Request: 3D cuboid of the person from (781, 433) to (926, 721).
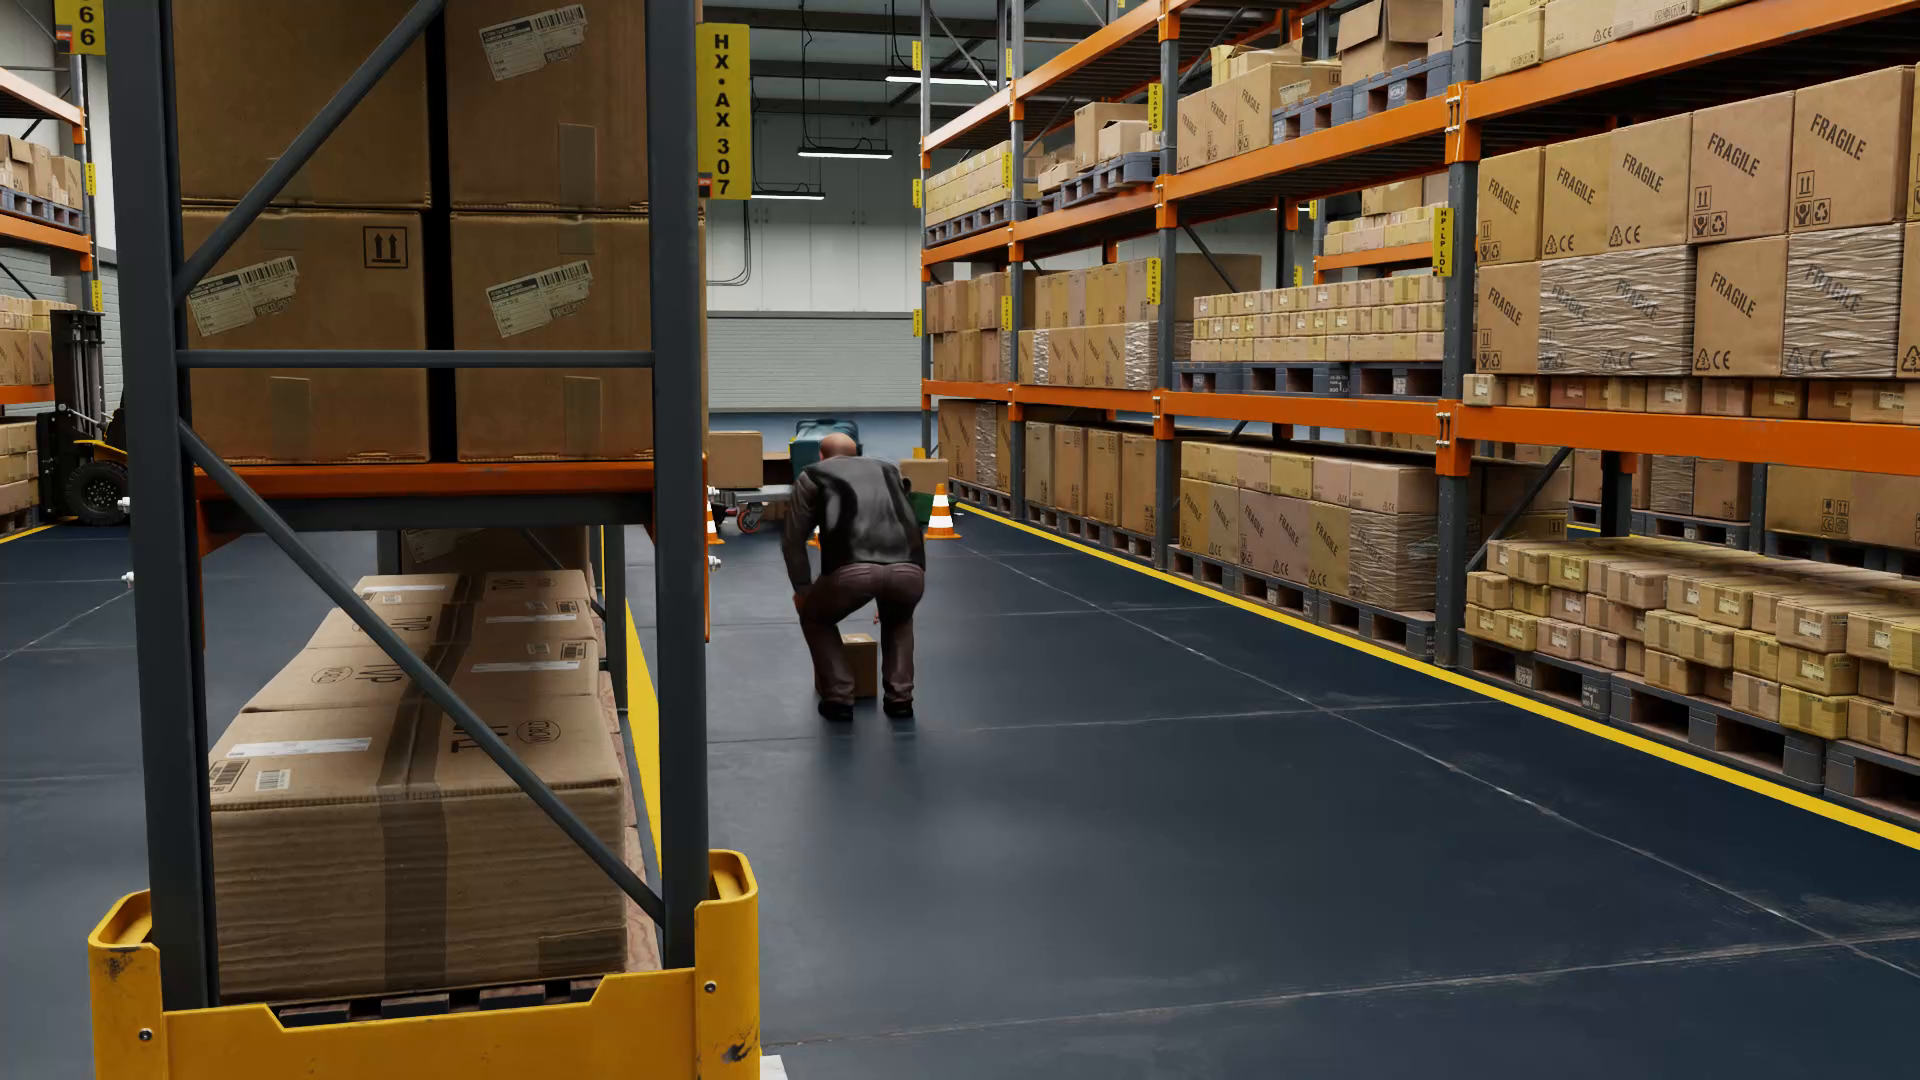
[{"bbox_3d":[-0.460,0.152,7.169,0.578,1.188,0.804,-1,6,-14],"label":"person"}]
